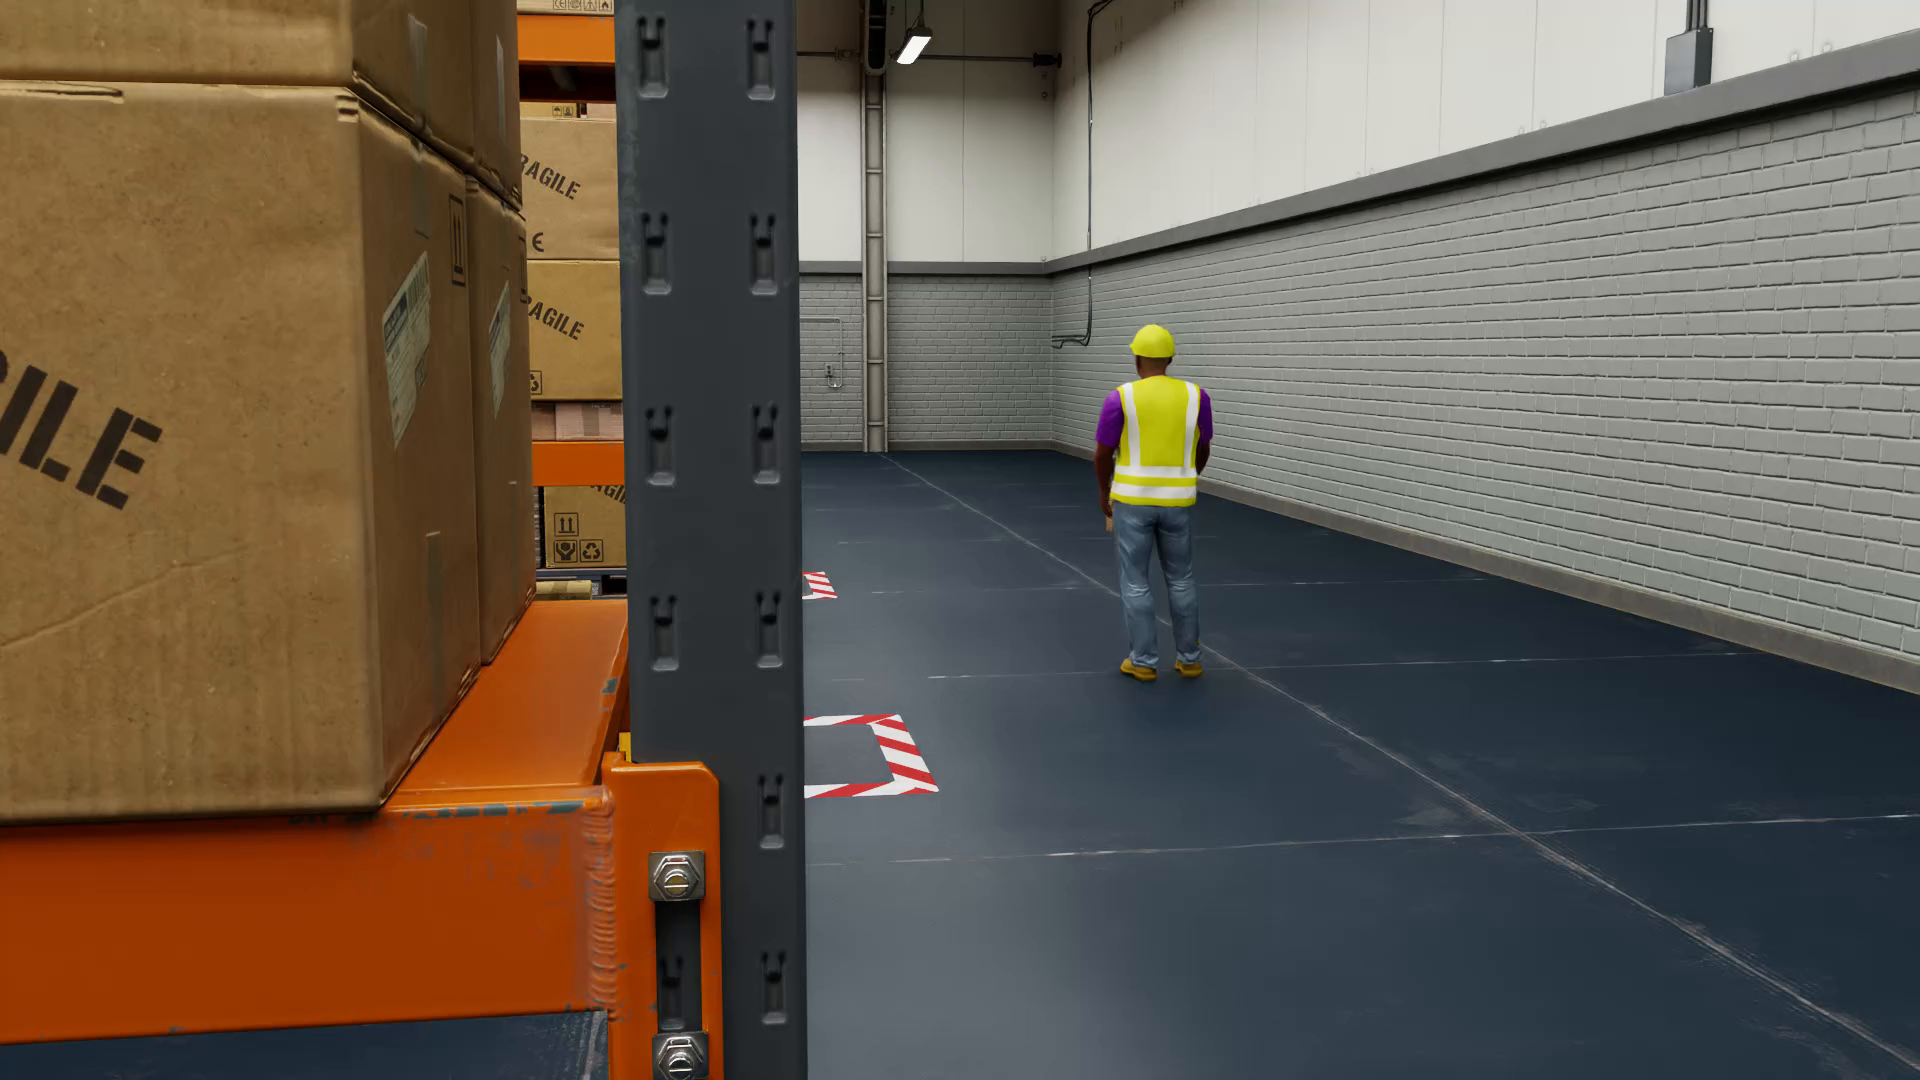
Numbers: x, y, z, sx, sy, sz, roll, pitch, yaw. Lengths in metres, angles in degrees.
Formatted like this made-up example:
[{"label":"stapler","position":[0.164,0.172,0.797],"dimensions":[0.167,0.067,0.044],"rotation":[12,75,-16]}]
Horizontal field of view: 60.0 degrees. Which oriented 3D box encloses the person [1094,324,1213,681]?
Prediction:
[{"label":"person","position":[0.956,-0.193,8.339],"dimensions":[0.607,1.762,0.466],"rotation":[-1,7,-10]}]
